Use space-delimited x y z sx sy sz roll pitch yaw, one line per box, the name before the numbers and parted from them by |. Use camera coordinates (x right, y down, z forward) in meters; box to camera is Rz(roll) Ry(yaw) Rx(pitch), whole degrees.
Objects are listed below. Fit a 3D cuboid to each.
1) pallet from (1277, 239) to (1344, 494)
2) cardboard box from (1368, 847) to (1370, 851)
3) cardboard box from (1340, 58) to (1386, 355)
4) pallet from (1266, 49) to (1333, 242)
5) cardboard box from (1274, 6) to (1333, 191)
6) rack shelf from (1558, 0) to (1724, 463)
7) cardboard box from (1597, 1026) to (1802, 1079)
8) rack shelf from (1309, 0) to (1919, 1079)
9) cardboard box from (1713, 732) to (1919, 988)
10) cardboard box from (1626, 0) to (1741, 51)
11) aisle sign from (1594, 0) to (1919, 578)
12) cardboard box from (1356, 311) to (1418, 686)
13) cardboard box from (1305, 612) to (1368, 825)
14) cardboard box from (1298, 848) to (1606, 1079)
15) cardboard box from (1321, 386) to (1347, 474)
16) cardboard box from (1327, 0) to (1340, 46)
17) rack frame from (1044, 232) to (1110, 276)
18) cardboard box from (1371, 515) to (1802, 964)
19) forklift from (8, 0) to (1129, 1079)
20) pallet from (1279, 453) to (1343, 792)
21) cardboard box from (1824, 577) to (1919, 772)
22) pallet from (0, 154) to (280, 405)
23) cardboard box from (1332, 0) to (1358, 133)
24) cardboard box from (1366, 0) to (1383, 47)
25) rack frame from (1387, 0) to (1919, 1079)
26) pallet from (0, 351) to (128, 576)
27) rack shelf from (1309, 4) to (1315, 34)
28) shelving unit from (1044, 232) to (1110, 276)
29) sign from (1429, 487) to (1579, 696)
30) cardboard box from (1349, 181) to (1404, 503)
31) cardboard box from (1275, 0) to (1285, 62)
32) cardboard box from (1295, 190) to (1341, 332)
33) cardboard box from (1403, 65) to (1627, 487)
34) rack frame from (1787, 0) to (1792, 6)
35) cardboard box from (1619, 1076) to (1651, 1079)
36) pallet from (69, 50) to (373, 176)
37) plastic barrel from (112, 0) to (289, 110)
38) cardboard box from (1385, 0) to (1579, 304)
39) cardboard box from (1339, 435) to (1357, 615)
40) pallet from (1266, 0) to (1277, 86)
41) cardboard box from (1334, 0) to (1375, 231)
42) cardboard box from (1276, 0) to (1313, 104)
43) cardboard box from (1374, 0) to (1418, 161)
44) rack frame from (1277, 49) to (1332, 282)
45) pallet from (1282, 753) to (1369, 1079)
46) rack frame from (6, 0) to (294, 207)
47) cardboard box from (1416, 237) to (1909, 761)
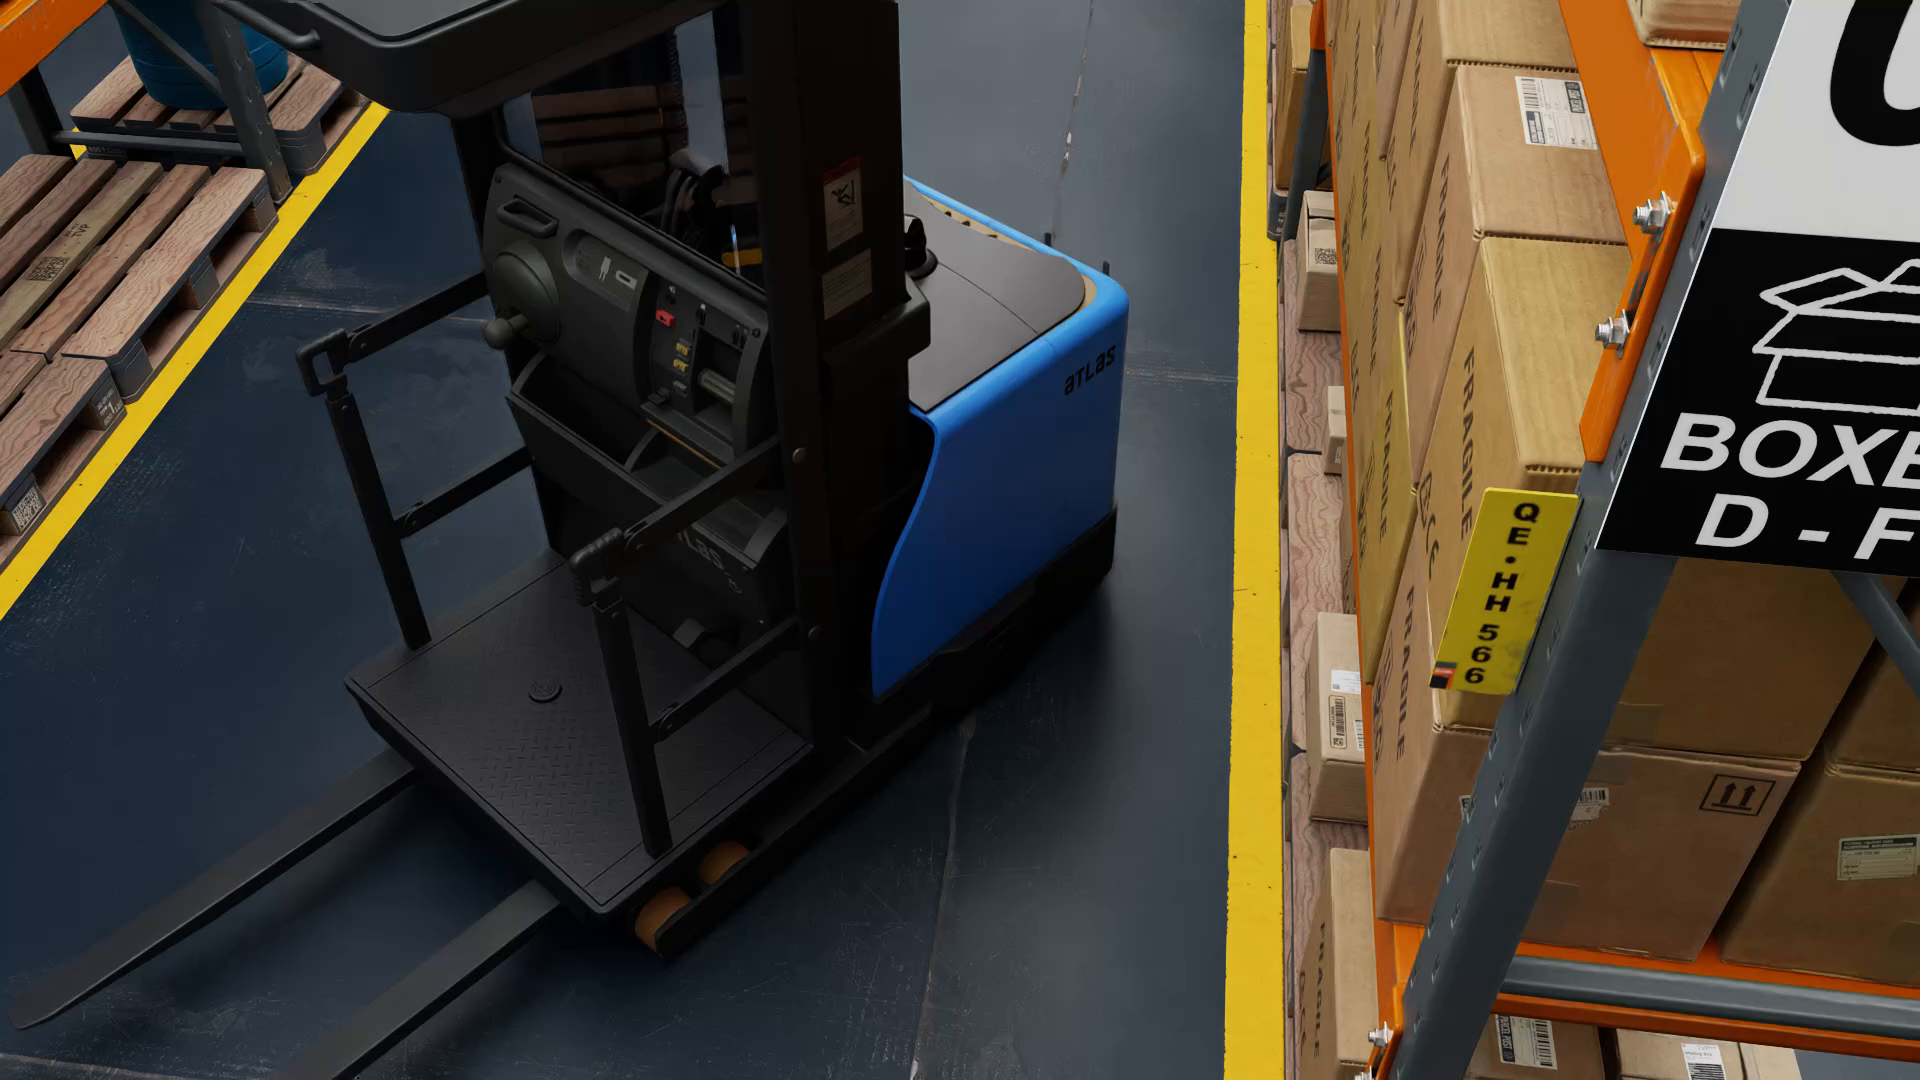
pallet | 1.609 -0.580 5.709 1.003 0.211 1.213 5 44 6
cardboard box | 1.143 0.874 3.886 0.380 0.166 0.250 5 44 6
cardboard box | 1.165 -0.737 3.774 0.500 0.500 0.500 5 44 5
pallet | 1.771 -1.606 6.792 1.003 0.211 1.213 5 44 6
cardboard box | 1.482 -1.675 6.335 0.500 0.500 0.500 5 44 5
rack shelf | 1.437 -1.525 3.021 1.077 0.370 4.000 5 44 6
cardboard box | 1.601 1.110 3.637 0.380 0.166 0.250 5 44 6
rack shelf | 1.437 -0.436 4.052 1.077 0.370 4.000 5 44 6
cardboard box | 1.492 0.351 2.625 0.500 0.500 0.500 6 44 6
cardboard box | 0.979 -0.743 1.781 0.500 0.250 0.500 5 44 6
aisle sign | 0.860 -0.260 1.452 0.394 0.787 0.004 5 44 6
cardboard box | 1.027 -0.054 3.053 0.500 0.500 0.500 6 44 6
cardboard box | 1.155 0.467 4.255 0.500 0.250 0.500 5 44 6
cardboard box | 1.000 1.021 3.488 0.500 0.500 0.500 5 44 6
cardboard box | 1.327 -0.334 5.162 0.380 0.166 0.250 5 44 6
cardboard box | 1.364 -1.774 4.869 0.500 0.500 0.500 6 44 7
rack frame | 0.340 -0.525 5.150 0.240 0.900 0.006 32 52 29
cardboard box | 0.962 0.299 2.679 0.500 0.500 0.500 6 44 7
forklift | -0.900 -0.433 3.575 1.130 2.935 3.031 32 52 29
pallet | 1.451 0.254 4.828 1.003 0.211 1.213 5 44 6
cardboard box | 1.492 -0.012 2.281 0.500 0.500 0.500 6 44 7
pallet | -3.267 -0.996 6.148 1.003 0.211 1.213 5 44 6
cardboard box | 1.299 -1.425 4.500 0.500 0.500 0.500 6 44 6
cardboard box | 1.224 -1.462 3.813 0.500 0.500 0.500 4 44 4
rack frame | 1.172 0.666 2.365 1.000 3.000 0.127 5 44 6
pallet | -3.426 -0.162 5.268 1.003 0.211 1.213 5 44 6
rack shelf | 1.966 -3.162 6.931 1.077 0.370 4.000 5 44 6
shelving unit | 0.271 -0.473 5.095 0.258 0.900 0.210 32 52 29
sign | 0.625 0.066 1.926 0.100 0.325 0.005 5 44 6
cardboard box | 1.098 -0.394 3.412 0.500 0.500 0.500 6 44 6
cardboard box | 1.623 -2.353 7.051 0.500 0.500 0.500 6 44 6
cardboard box | 1.431 -0.977 5.736 0.500 0.311 0.500 5 44 6
cardboard box | 1.025 -0.406 2.698 0.500 0.500 0.500 6 44 7
rack frame | 1.172 -1.513 0.303 1.000 3.000 0.127 5 44 6
cardboard box | 1.568 1.287 3.463 0.380 0.149 0.250 5 44 6
pallet | -3.065 -2.023 7.233 1.003 0.211 1.213 5 44 6
plastic barrel | -3.119 -2.273 6.690 0.600 0.901 0.708 5 44 6
cardboard box | 1.089 -0.760 3.071 0.500 0.500 0.500 6 44 7
cardboard box | 1.458 -0.033 4.599 0.797 0.503 0.637 5 44 6
pallet | 1.930 -2.439 7.673 1.003 0.211 1.213 5 44 6
cardboard box | 1.231 -1.084 4.141 0.500 0.500 0.500 5 44 5
cardboard box | 1.556 -2.011 6.690 0.500 0.500 0.500 5 44 6
cardboard box | 1.156 -1.110 3.441 0.500 0.500 0.500 6 44 7
rack frame | 1.701 -2.060 5.244 1.000 3.000 0.127 5 44 6
pallet | 1.287 1.083 3.953 1.003 0.211 1.213 5 44 6
rack frame | -3.208 -2.513 5.723 1.000 3.000 0.127 5 44 6
cardboard box | 0.959 -0.062 2.334 0.500 0.500 0.500 5 44 5
